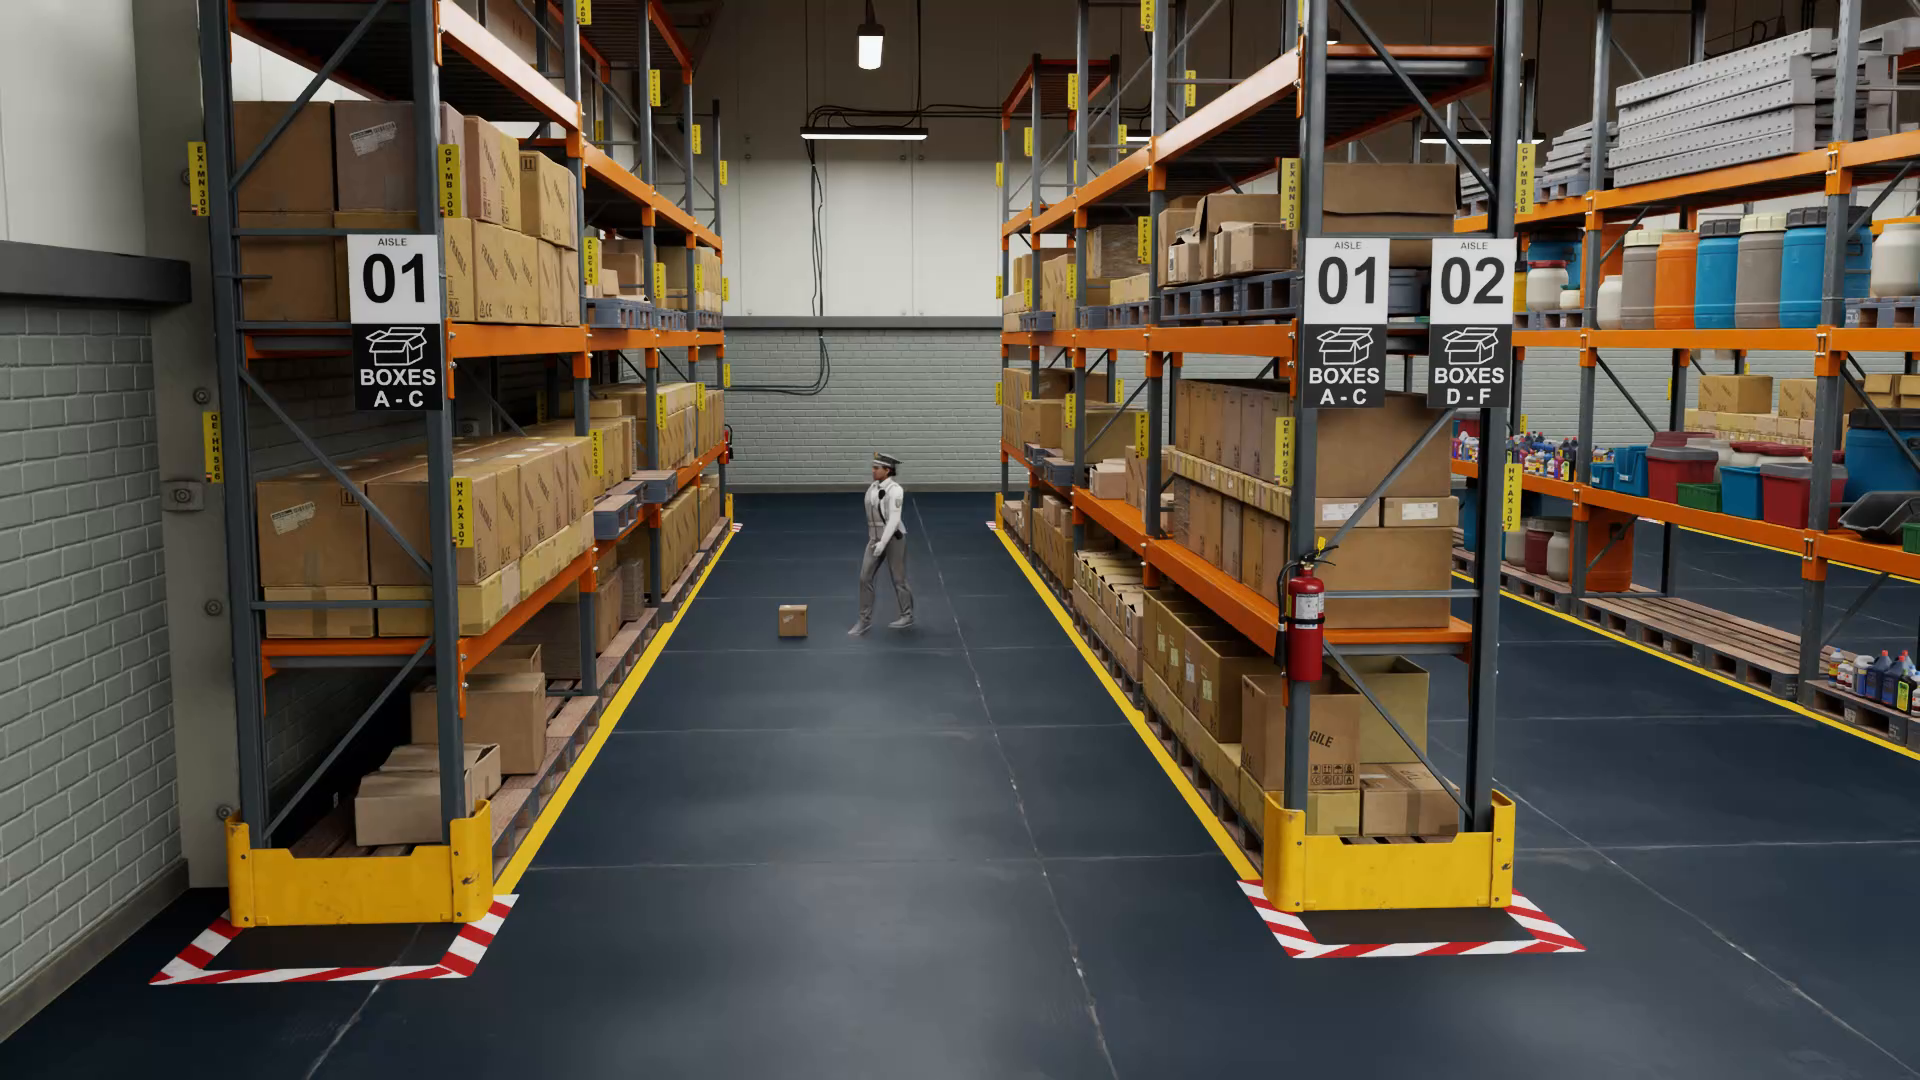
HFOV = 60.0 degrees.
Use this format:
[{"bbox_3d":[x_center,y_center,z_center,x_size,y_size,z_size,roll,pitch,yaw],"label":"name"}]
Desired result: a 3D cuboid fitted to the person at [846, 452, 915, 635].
[{"bbox_3d":[-0.733,0.040,15.424,0.666,1.721,0.516,-6,9,-41],"label":"person"}]
